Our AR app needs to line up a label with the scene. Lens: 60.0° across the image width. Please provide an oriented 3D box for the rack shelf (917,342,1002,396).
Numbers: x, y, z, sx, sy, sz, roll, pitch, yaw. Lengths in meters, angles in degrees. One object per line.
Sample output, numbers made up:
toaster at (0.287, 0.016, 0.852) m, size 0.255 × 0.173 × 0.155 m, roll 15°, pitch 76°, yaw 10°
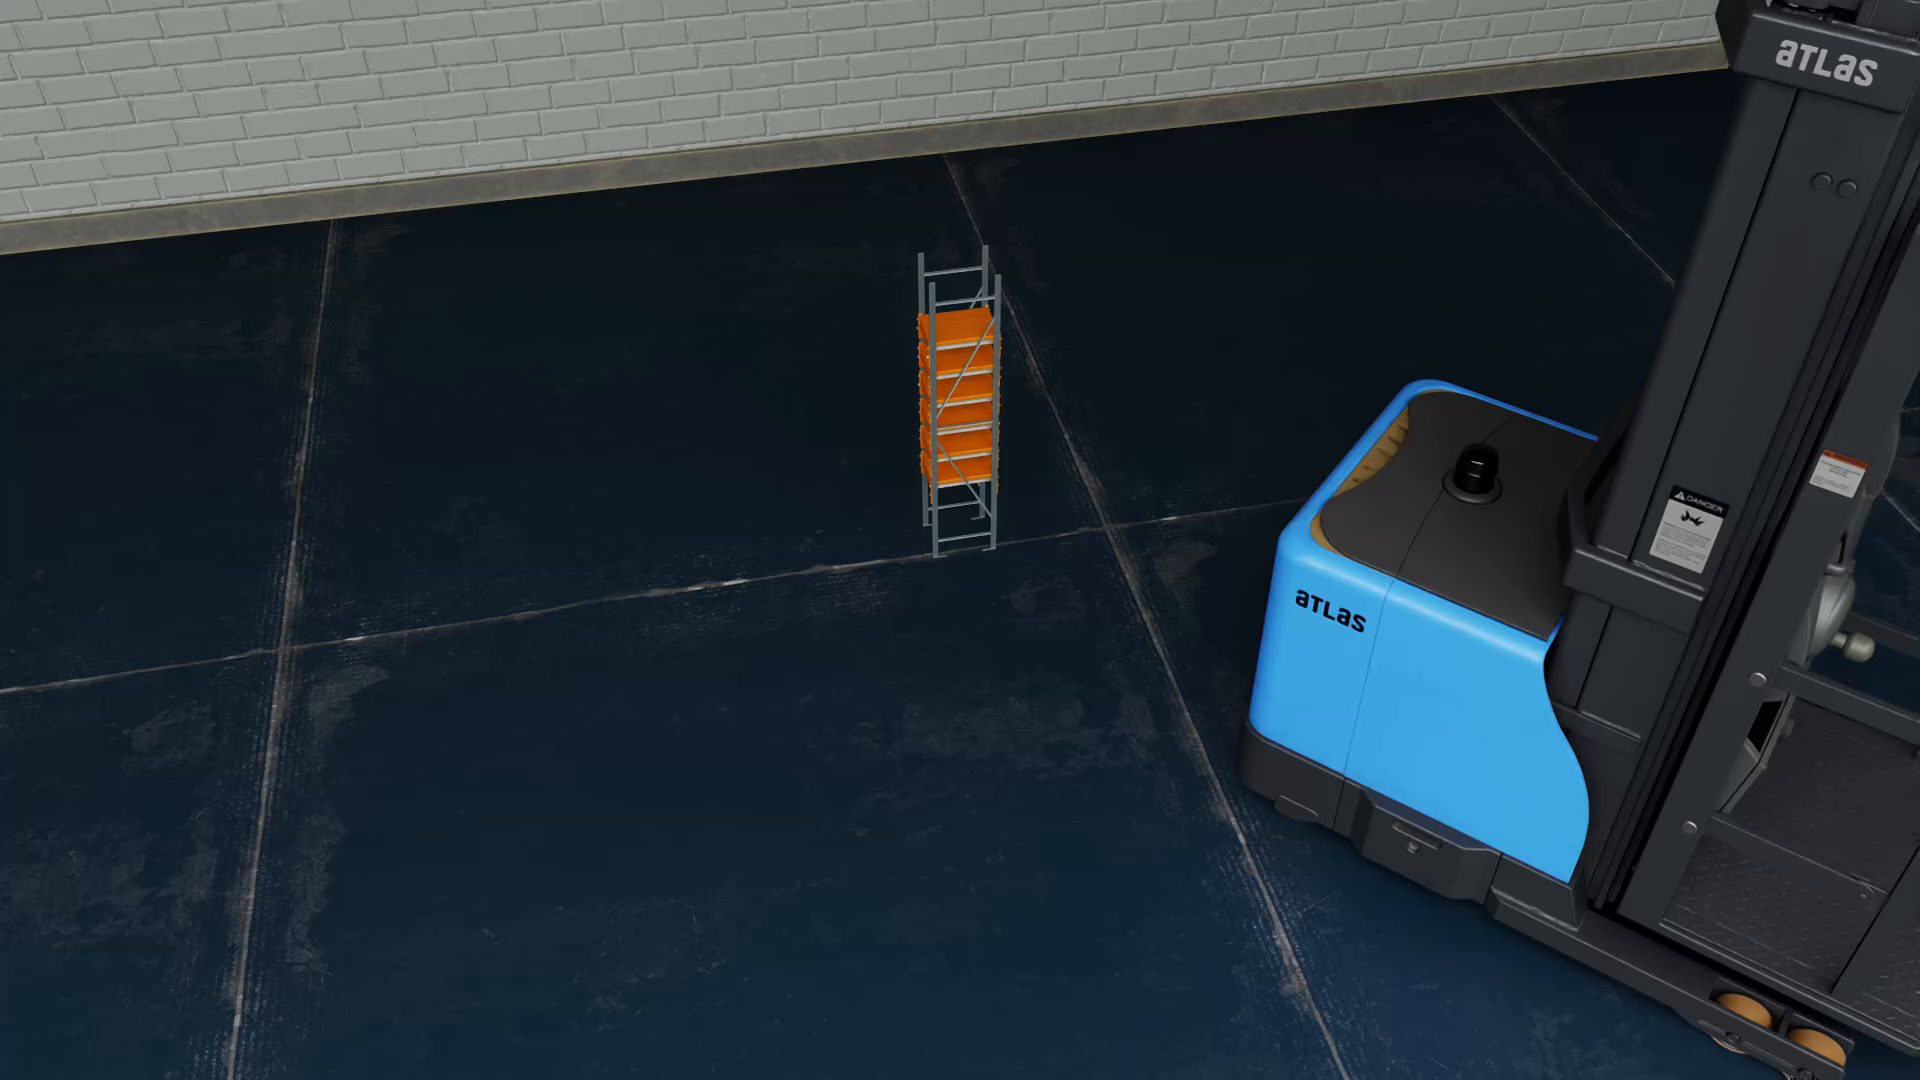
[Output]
rack shelf at (-0.003, -0.604, 5.732) m, size 0.258 × 0.103 × 0.180 m, roll -8°, pitch 42°, yaw -9°

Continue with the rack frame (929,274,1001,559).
rack frame at (0.017, -0.399, 5.795) m, size 0.240 × 1.200 × 0.006 m, roll -8°, pitch 42°, yaw -9°

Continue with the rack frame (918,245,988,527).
rack frame at (-0.023, -0.517, 5.929) m, size 0.240 × 1.200 × 0.006 m, roll -8°, pitch 42°, yaw -9°

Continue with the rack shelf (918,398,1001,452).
rack shelf at (-0.003, -0.425, 5.892) m, size 0.258 × 0.103 × 0.180 m, roll -8°, pitch 42°, yaw -9°

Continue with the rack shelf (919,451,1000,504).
rack shelf at (-0.003, -0.245, 6.051) m, size 0.258 × 0.103 × 0.180 m, roll -8°, pitch 42°, yaw -9°

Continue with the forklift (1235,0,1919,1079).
forklift at (2.380, 0.001, 4.041) m, size 3.031 × 2.935 × 1.130 m, roll 25°, pitch 47°, yaw 25°

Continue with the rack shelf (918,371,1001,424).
rack shelf at (-0.003, -0.515, 5.812) m, size 0.258 × 0.103 × 0.180 m, roll -8°, pitch 42°, yaw -9°

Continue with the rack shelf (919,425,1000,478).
rack shelf at (-0.003, -0.335, 5.971) m, size 0.258 × 0.103 × 0.180 m, roll -8°, pitch 42°, yaw -9°

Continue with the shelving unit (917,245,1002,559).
shelving unit at (-0.003, -0.458, 5.862) m, size 0.258 × 1.200 × 0.189 m, roll -8°, pitch 42°, yaw -9°

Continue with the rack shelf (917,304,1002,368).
rack shelf at (-0.003, -0.694, 5.653) m, size 0.258 × 0.103 × 0.180 m, roll -8°, pitch 42°, yaw -9°
